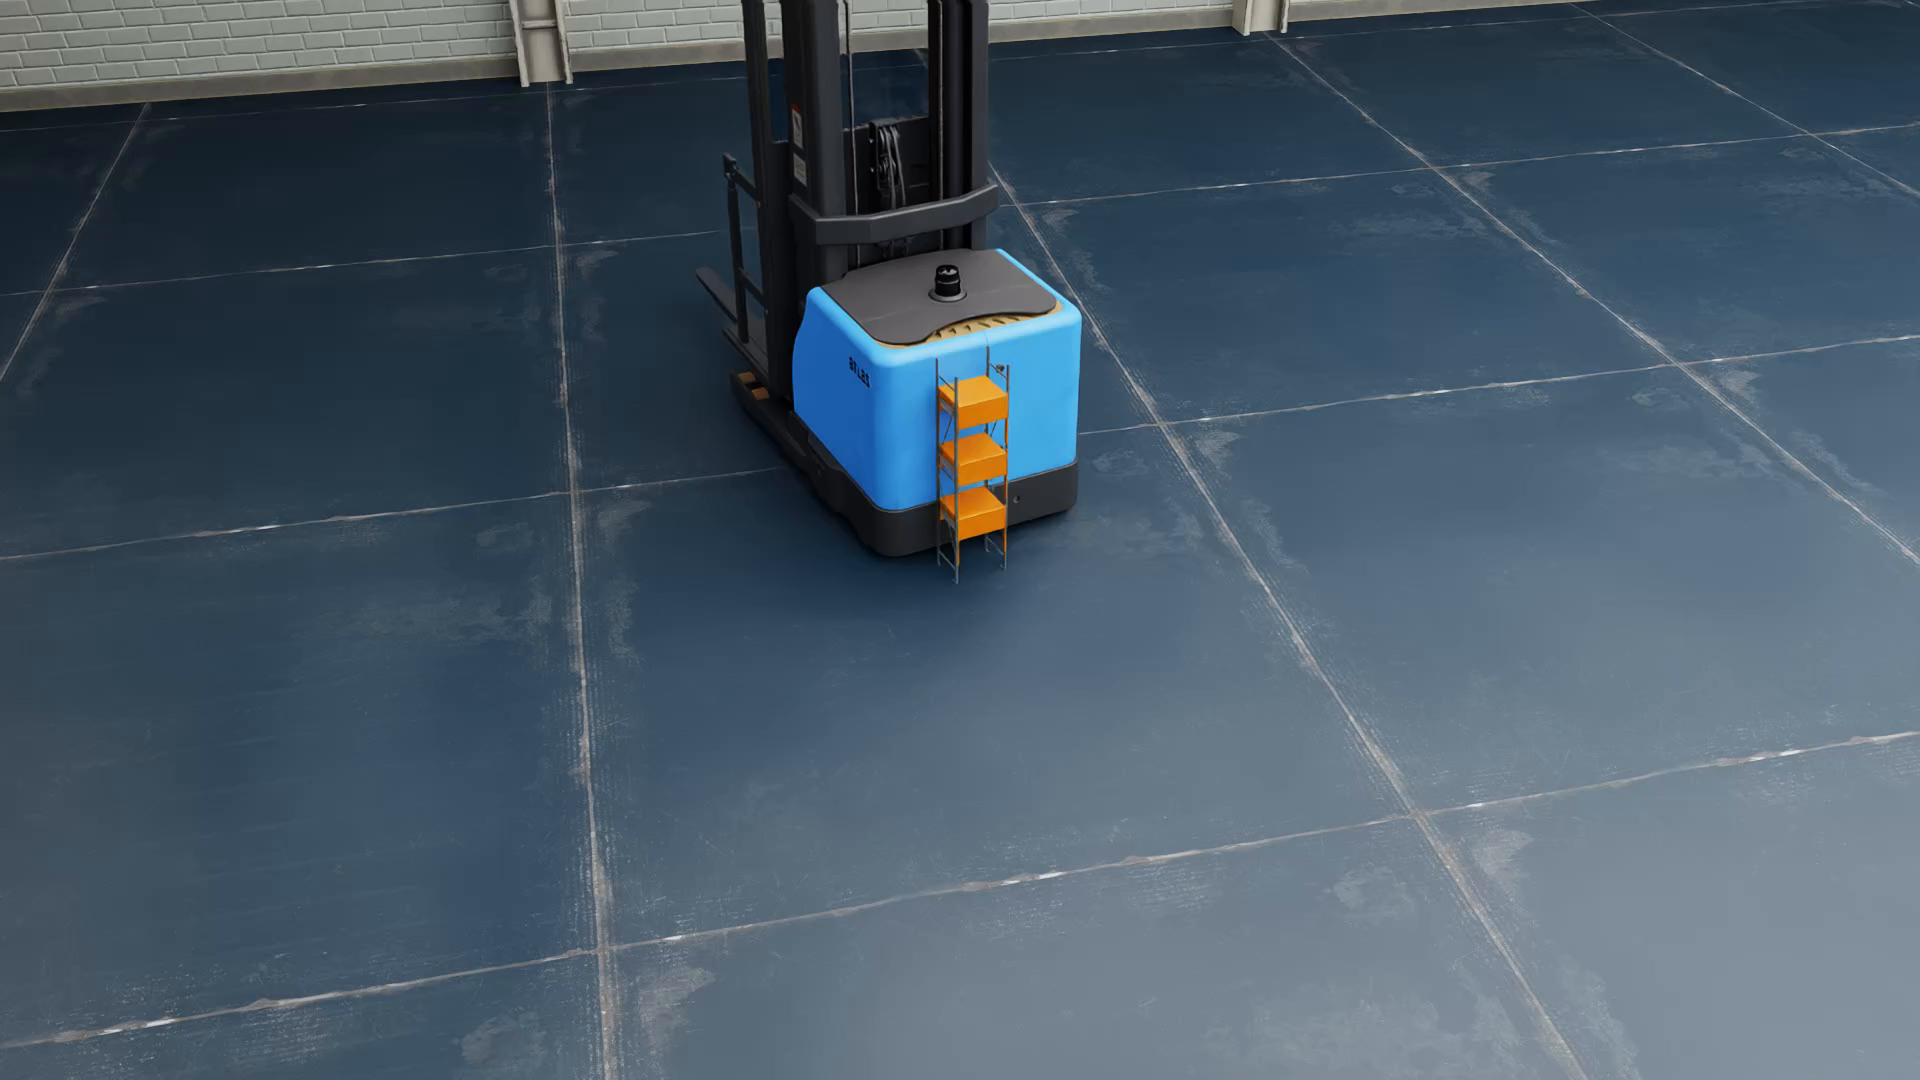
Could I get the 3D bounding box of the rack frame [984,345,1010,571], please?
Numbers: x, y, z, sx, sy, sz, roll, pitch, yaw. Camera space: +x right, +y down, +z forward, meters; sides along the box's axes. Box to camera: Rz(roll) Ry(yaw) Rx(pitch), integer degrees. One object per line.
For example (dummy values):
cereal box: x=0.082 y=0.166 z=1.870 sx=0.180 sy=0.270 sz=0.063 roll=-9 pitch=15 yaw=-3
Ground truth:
rack frame: x=0.160 y=-0.345 z=7.322 sx=0.008 sy=1.050 sz=0.200 roll=-16 pitch=37 yaw=-22

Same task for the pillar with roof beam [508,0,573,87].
pillar with roof beam: x=-2.332 y=-5.061 z=7.216 sx=0.400 sy=9.000 sz=9.100 roll=-7 pitch=35 yaw=-11

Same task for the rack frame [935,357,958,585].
rack frame: x=-0.057 y=-0.284 z=7.230 sx=0.008 sy=1.050 sz=0.200 roll=-16 pitch=37 yaw=-22

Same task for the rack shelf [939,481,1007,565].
rack shelf: x=0.052 y=-0.075 z=7.437 sx=0.240 sy=0.259 sz=0.215 roll=-16 pitch=37 yaw=-22

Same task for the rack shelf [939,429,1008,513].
rack shelf: x=0.052 y=-0.306 z=7.282 sx=0.240 sy=0.259 sz=0.215 roll=-16 pitch=37 yaw=-22

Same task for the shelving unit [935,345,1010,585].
shelving unit: x=0.052 y=-0.314 z=7.276 sx=0.252 sy=1.050 sz=0.215 roll=-16 pitch=37 yaw=-22

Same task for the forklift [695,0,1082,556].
forklift: x=-0.561 y=-1.946 z=8.020 sx=1.130 sy=2.935 sz=3.031 roll=-16 pitch=37 yaw=-22

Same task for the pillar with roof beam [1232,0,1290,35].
pillar with roof beam: x=3.520 y=-5.799 z=8.315 sx=0.400 sy=9.000 sz=9.100 roll=-7 pitch=35 yaw=-11

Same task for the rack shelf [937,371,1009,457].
rack shelf: x=0.052 y=-0.541 z=7.124 sx=0.240 sy=0.259 sz=0.215 roll=-16 pitch=37 yaw=-22
